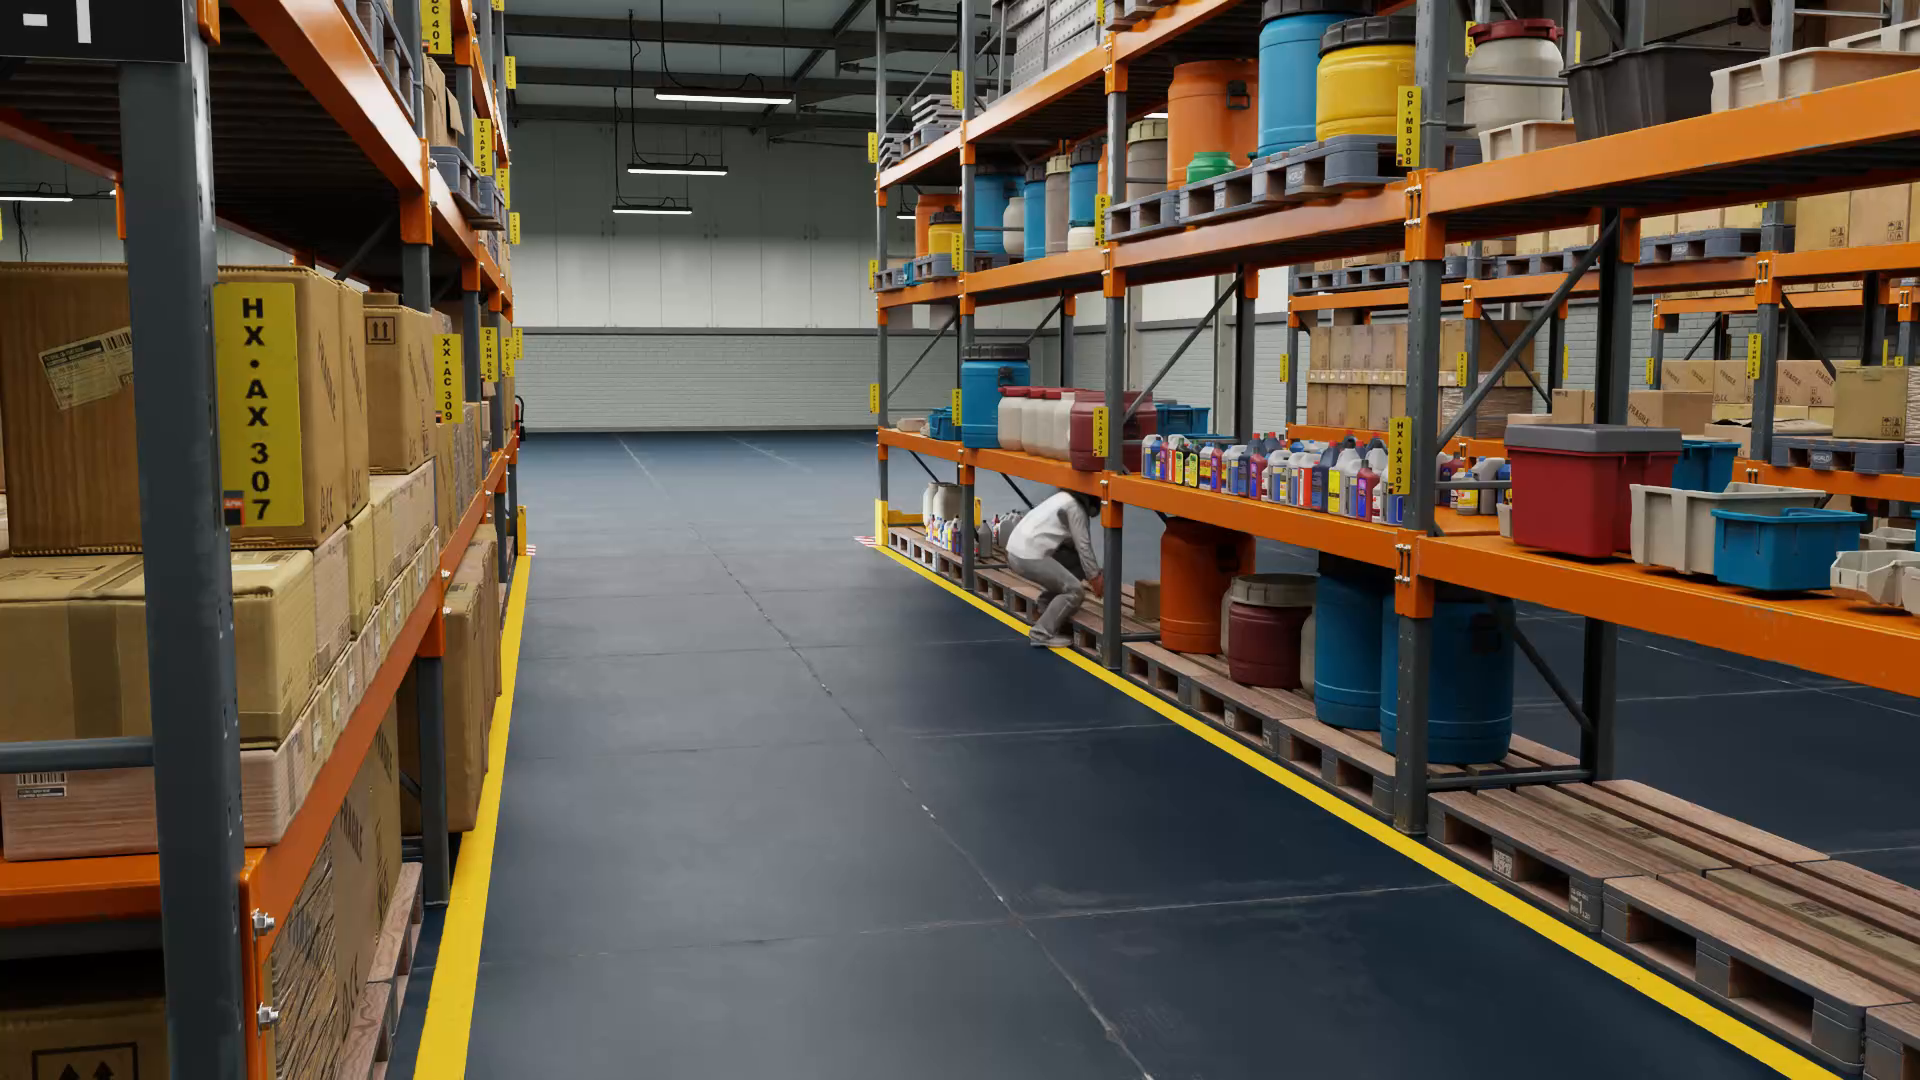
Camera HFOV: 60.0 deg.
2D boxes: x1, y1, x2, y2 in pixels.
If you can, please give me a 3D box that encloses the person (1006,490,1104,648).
[{"bbox_3d":[0.755,0.130,12.054,0.840,1.257,0.582,0,6,4],"label":"person"}]
